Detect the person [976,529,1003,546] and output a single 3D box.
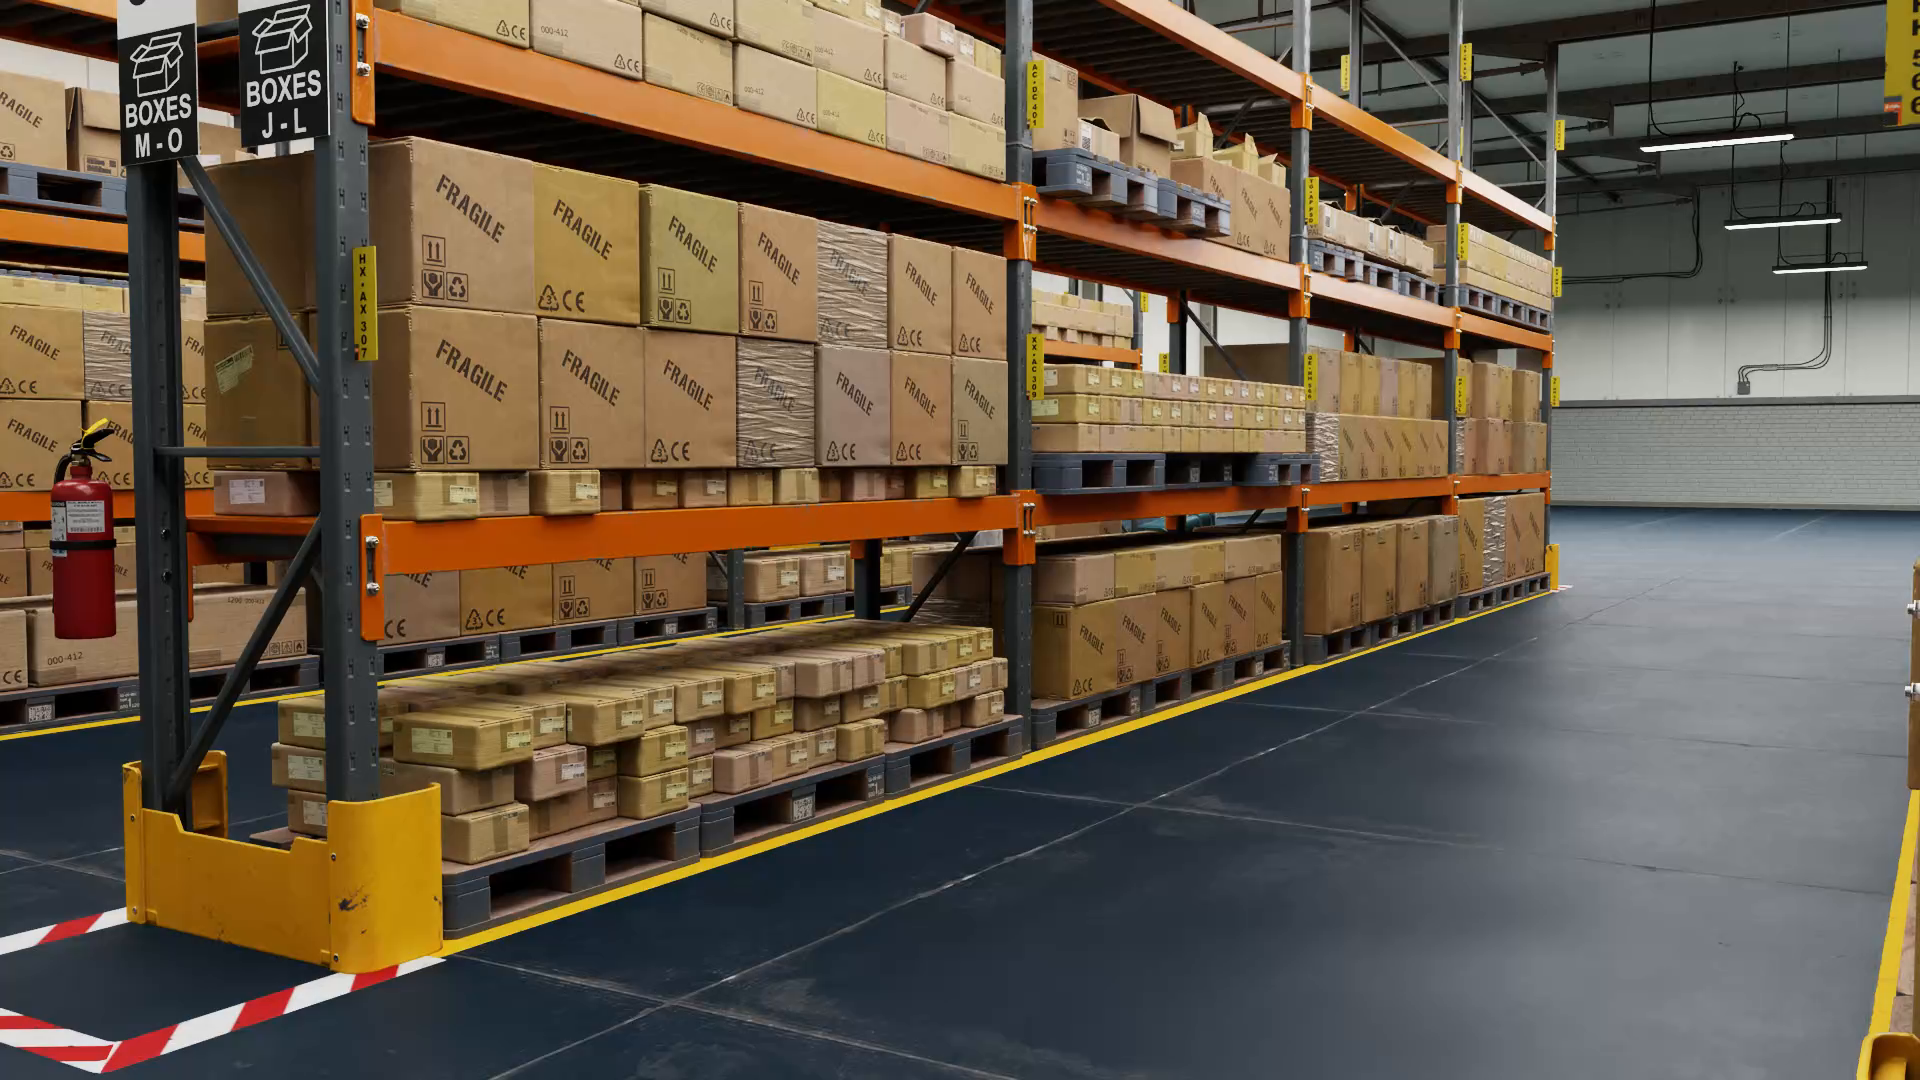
[{"bbox_3d":[0.352,-0.111,15.005,0.461,1.687,0.563,2,3,31],"label":"person"}]
